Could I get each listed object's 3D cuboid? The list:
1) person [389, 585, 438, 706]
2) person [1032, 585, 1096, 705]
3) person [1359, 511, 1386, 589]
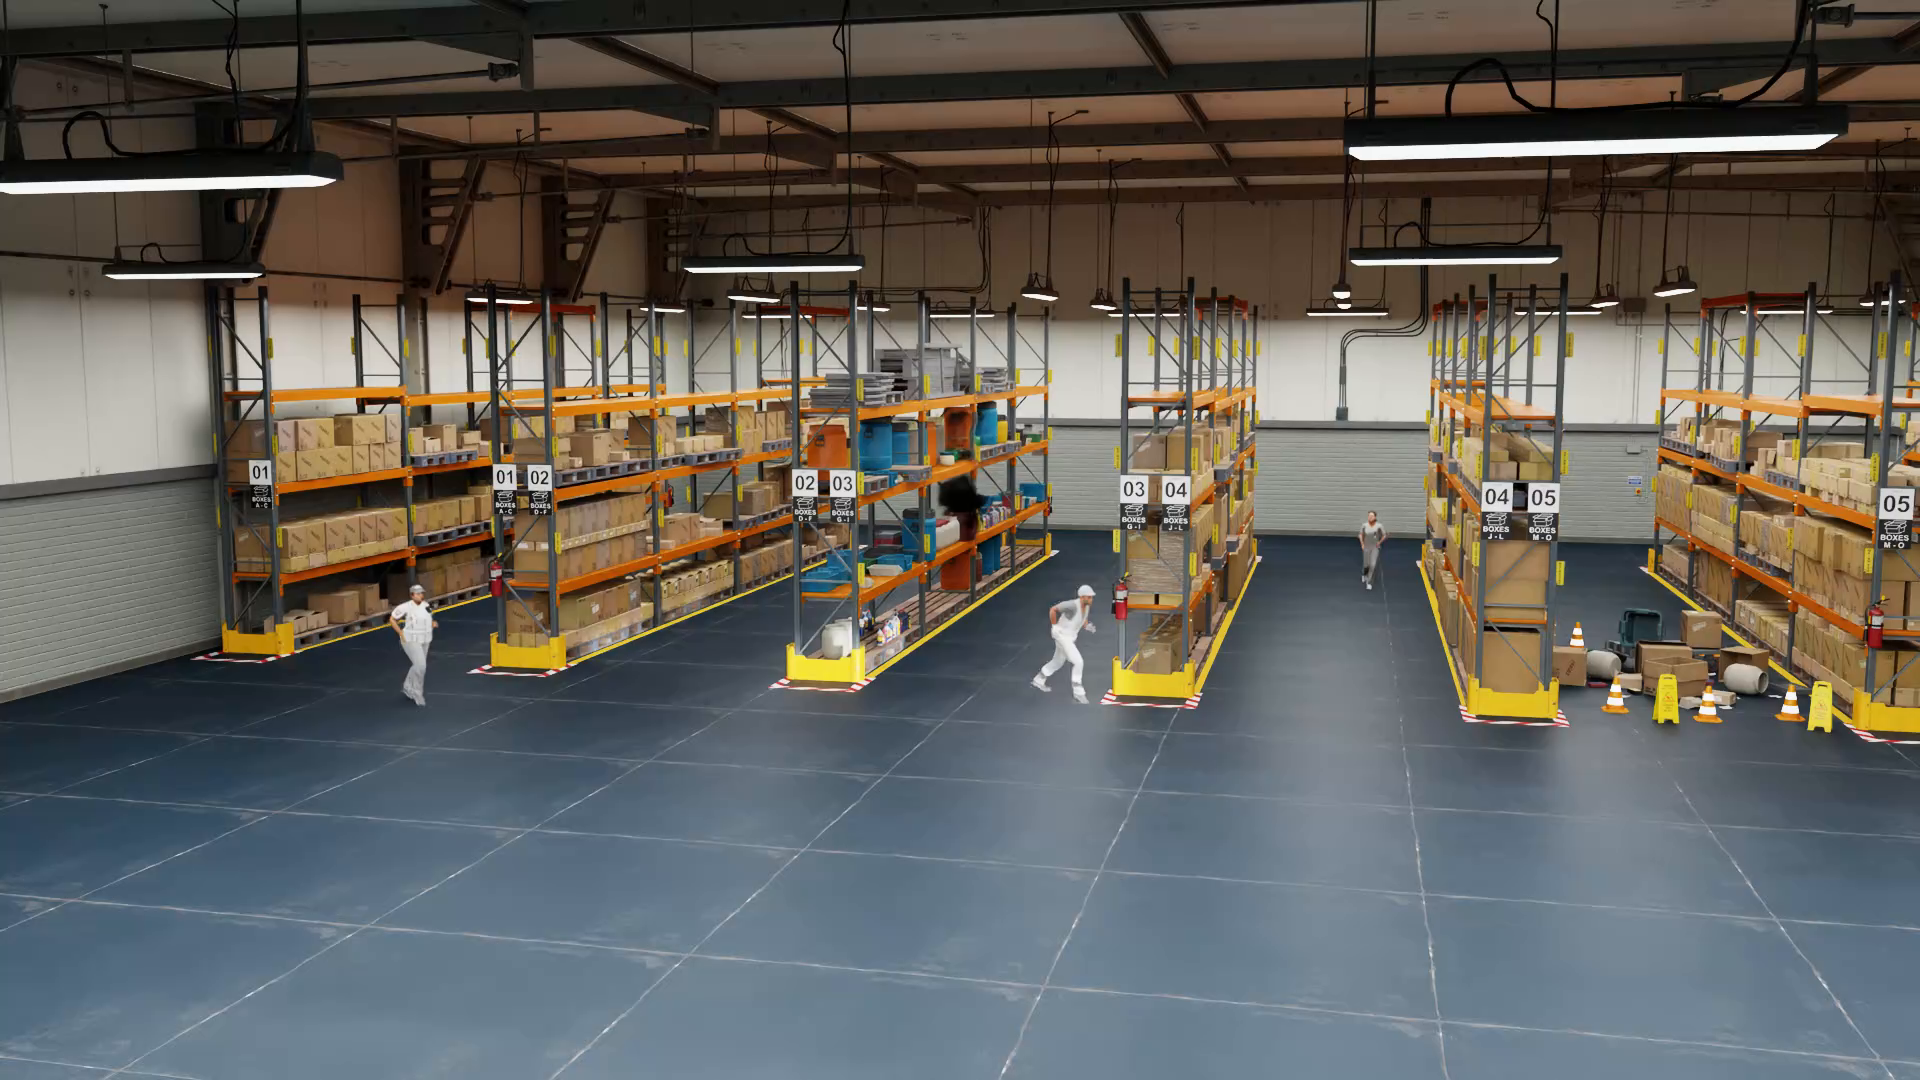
[{"bbox_3d":[-7.694,1.490,23.586,0.723,1.726,0.584,4,8,30],"label":"person"},{"bbox_3d":[1.466,1.476,23.668,1.054,1.731,0.706,5,8,35],"label":"person"},{"bbox_3d":[8.635,0.201,34.842,0.560,1.639,0.603,2,7,17],"label":"person"}]
